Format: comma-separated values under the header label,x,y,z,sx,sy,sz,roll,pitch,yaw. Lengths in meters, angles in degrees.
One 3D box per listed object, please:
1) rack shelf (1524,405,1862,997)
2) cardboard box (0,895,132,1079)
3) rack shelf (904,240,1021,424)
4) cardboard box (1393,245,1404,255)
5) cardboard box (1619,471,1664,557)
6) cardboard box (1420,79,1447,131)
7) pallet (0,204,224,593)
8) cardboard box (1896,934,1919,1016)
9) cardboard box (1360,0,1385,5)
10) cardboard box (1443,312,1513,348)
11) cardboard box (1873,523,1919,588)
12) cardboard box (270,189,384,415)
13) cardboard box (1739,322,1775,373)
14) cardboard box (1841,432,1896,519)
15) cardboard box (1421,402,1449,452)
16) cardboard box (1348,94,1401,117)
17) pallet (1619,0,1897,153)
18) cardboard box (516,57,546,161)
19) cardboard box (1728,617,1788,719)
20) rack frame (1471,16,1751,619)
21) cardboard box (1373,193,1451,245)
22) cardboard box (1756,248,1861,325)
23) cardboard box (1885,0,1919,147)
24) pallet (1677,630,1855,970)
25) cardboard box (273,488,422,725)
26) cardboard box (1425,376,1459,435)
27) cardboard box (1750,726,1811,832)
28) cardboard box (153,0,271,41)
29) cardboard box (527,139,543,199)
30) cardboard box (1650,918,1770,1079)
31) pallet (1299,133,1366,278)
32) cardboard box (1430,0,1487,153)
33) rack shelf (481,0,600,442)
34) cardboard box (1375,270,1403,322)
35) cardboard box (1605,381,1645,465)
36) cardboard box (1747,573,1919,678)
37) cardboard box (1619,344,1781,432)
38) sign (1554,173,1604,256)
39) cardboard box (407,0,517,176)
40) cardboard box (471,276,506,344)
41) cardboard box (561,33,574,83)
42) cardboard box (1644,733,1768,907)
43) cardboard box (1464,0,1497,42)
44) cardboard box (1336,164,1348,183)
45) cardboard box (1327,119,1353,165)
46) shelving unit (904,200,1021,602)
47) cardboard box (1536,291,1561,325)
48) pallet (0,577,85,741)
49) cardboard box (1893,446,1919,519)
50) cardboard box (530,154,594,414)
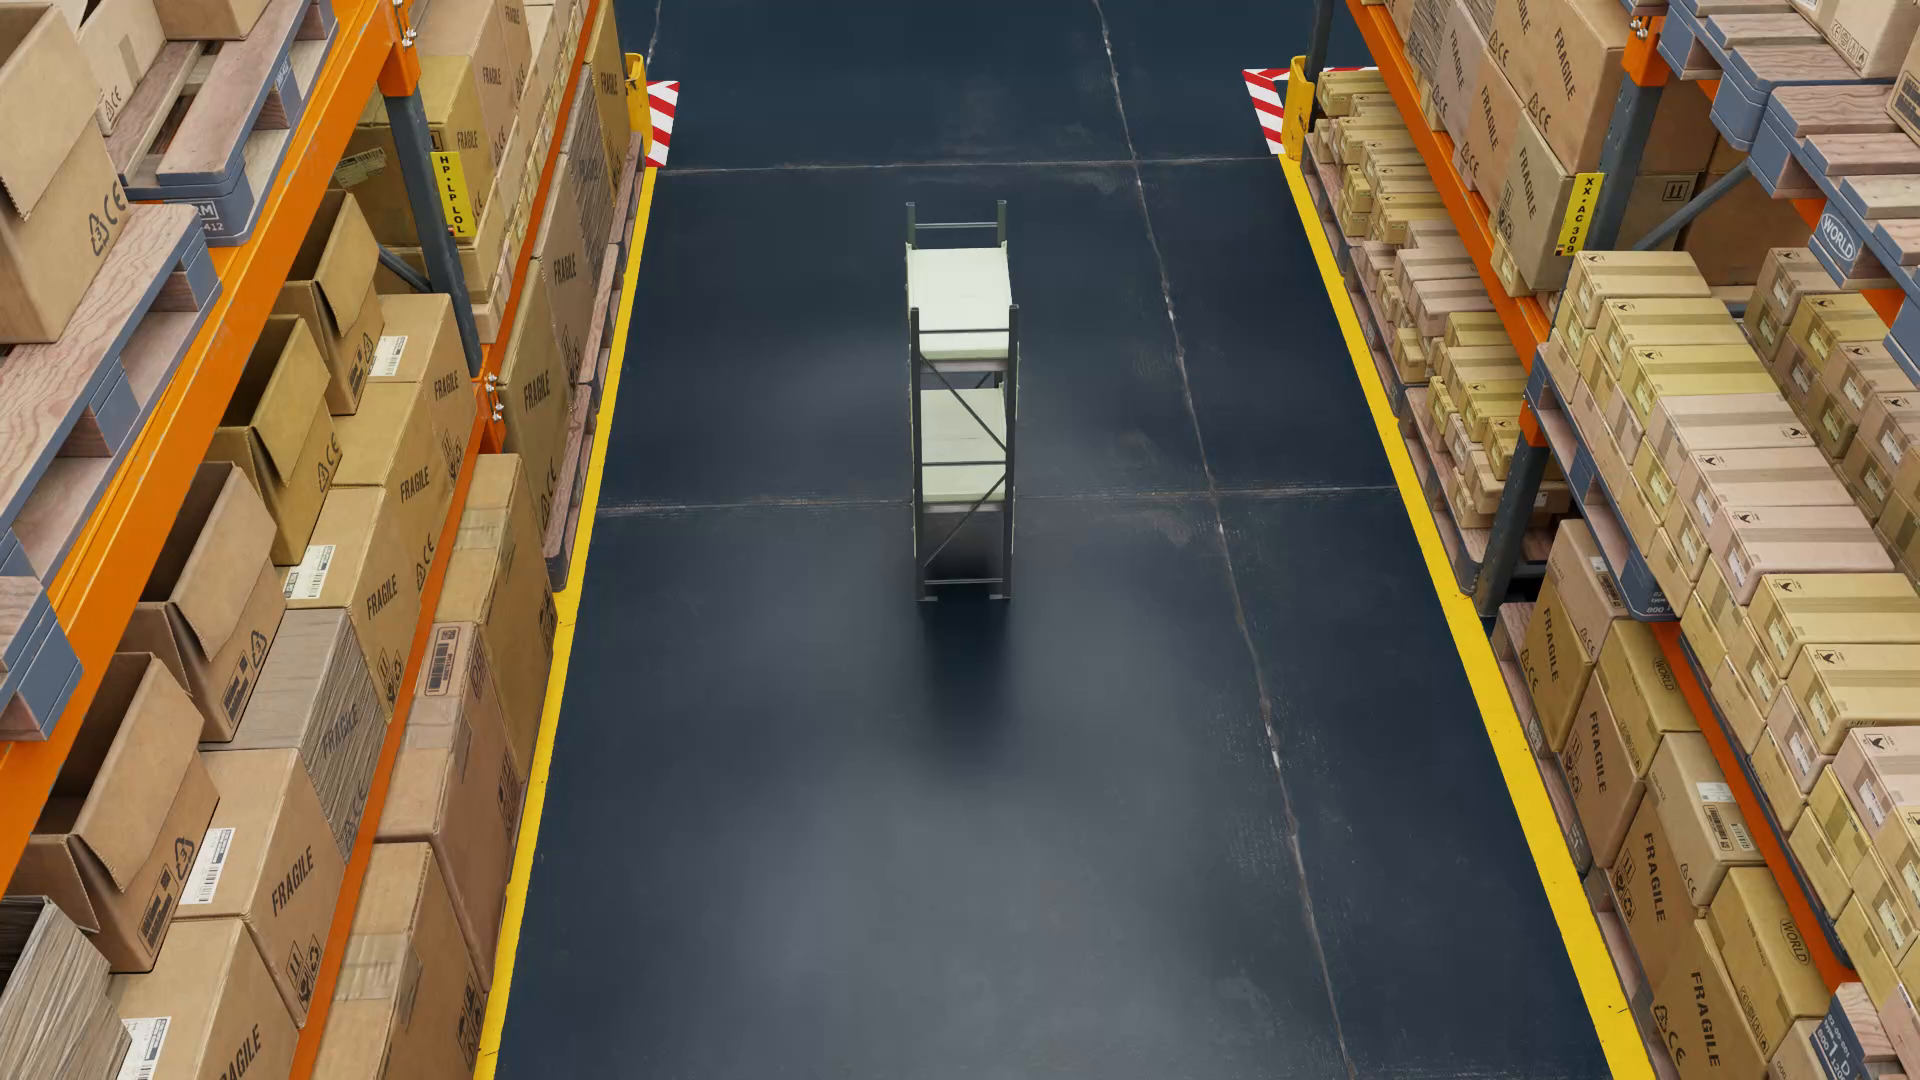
label,x,y,z,sx,sy,sz,roll,pitch,yaw
rack shelf,2.777,0.787,4.854,1.077,0.370,4.000,-2,43,-2
cardboard box,-2.112,1.045,3.223,0.797,0.503,0.637,0,43,0
rack shelf,0.000,-0.836,6.624,0.431,0.370,0.720,-2,43,-2
cardboard box,2.404,-1.498,8.393,0.380,0.149,0.250,0,43,0
cardboard box,2.284,-0.086,5.149,0.380,0.149,0.250,-1,43,-1
cardboard box,2.308,-1.976,7.521,0.380,0.149,0.250,-1,43,-1
pallet,-2.228,-0.278,3.403,1.003,0.211,1.213,0,43,0
cardboard box,2.360,1.022,3.720,0.380,0.149,0.250,-1,43,-1
cardboard box,2.219,-2.855,8.480,0.380,0.149,0.250,-3,43,-3
cardboard box,2.416,-0.901,7.522,0.380,0.149,0.250,0,43,0
cardboard box,2.955,0.072,4.976,0.380,0.149,0.250,-3,43,-4
cardboard box,-2.232,-0.730,5.160,0.797,0.503,0.637,-3,43,-3
cardboard box,2.907,-0.629,5.741,0.380,0.149,0.250,-3,43,-3
cardboard box,2.943,-0.208,5.061,0.380,0.149,0.250,-3,43,-3
cardboard box,2.332,-0.542,7.570,0.380,0.149,0.250,-3,43,-3
cardboard box,2.337,-2.306,9.055,0.380,0.149,0.250,-1,43,-1
pallet,2.612,-1.445,4.676,1.213,0.211,1.003,-2,43,-2
cardboard box,-2.069,-1.819,7.055,0.500,0.250,0.500,-1,43,-1
cardboard box,2.318,0.334,4.470,0.380,0.149,0.250,-2,43,-3
rack frame,2.692,-0.829,6.084,1.000,3.000,0.127,-2,43,-2
cardboard box,2.281,-1.601,8.285,0.380,0.149,0.250,-1,43,-1
cardboard box,2.905,-0.845,5.536,0.380,0.149,0.250,0,43,0
cardboard box,2.627,-1.081,3.752,0.797,0.503,0.637,-2,43,-2
pallet,2.737,0.607,4.659,1.003,0.211,1.213,-2,43,-2
cardboard box,-1.931,0.203,4.884,0.500,0.500,0.500,-2,43,-2
cardboard box,2.309,-0.609,7.423,0.380,0.149,0.250,-3,43,-3
cardboard box,2.333,0.624,4.375,0.380,0.149,0.250,0,43,0
cardboard box,-2.233,-1.661,4.387,0.700,0.500,0.500,-1,43,-1
cardboard box,-1.995,-1.577,7.086,0.380,0.149,0.250,-2,43,-2
cardboard box,2.516,1.494,5.089,0.500,0.500,0.500,-3,43,-4
pallet,2.525,-1.900,9.317,1.003,0.211,1.213,-2,43,-2
cardboard box,2.349,-1.980,7.046,0.500,0.500,0.500,-2,43,-2
rack shelf,-2.352,-1.840,7.719,1.077,0.370,4.000,-2,43,-2
cardboard box,2.304,-1.226,8.317,0.380,0.149,0.250,-2,43,-2
cardboard box,2.274,-0.372,5.241,0.380,0.149,0.250,-1,43,-1
cardboard box,2.321,0.224,4.371,0.380,0.149,0.250,0,43,0
cardboard box,2.276,-0.470,5.127,0.380,0.149,0.250,-1,43,-1
sign,2.151,-1.127,5.769,0.100,0.325,0.005,-2,43,-2
cardboard box,-2.045,-1.749,6.424,0.500,0.500,0.500,-2,43,-2
cardboard box,-1.948,-0.871,6.316,0.380,0.149,0.250,-2,43,-2
cardboard box,-2.037,-2.267,7.839,0.380,0.149,0.250,-1,43,-2
cardboard box,2.502,0.872,5.213,0.500,0.250,0.500,0,43,0
cardboard box,2.367,-2.348,6.707,0.500,0.500,0.500,-1,43,-1
cardboard box,2.318,-2.096,9.265,0.380,0.149,0.250,-2,43,-2
cardboard box,2.244,-2.195,9.153,0.380,0.149,0.250,-2,43,-2
shelving unit,0.000,-0.548,6.888,0.431,1.500,0.755,-2,43,-2
cardboard box,2.446,-0.922,6.372,0.380,0.149,0.250,-2,43,-2
pallet,-2.178,0.476,2.580,1.213,0.211,1.003,0,43,0
cardboard box,2.944,-0.146,4.774,0.380,0.149,0.250,-3,43,-3
cardboard box,-2.254,-1.182,7.731,0.875,0.875,0.875,-2,43,-2
